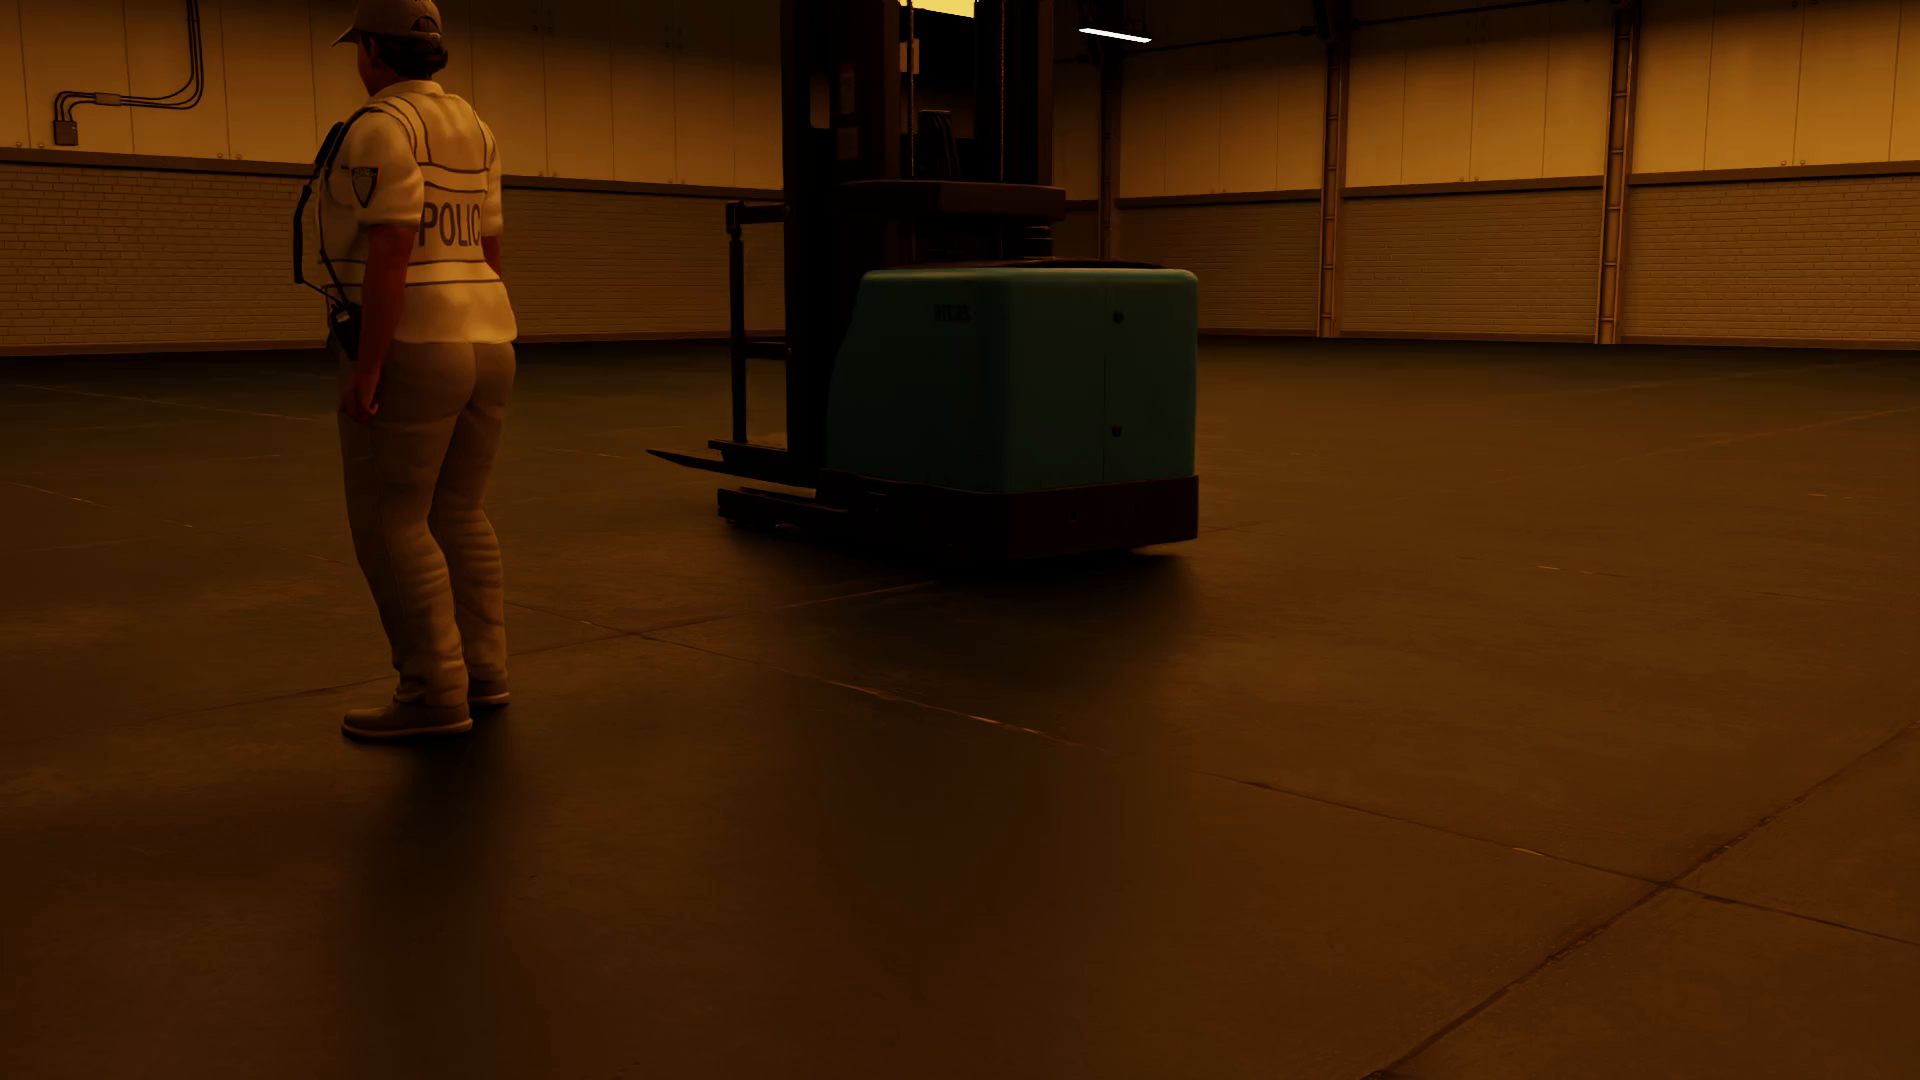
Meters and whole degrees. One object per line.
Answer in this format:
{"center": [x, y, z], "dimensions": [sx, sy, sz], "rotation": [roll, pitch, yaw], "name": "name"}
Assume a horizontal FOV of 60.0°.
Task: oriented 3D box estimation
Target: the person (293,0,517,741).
{"center": [-1.231, -0.397, 3.781], "dimensions": [0.396, 1.667, 0.536], "rotation": [2, 9, 14], "name": "person"}

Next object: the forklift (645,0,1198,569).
{"center": [-0.380, -1.522, 6.982], "dimensions": [1.130, 2.935, 3.031], "rotation": [-6, 11, -36], "name": "forklift"}
